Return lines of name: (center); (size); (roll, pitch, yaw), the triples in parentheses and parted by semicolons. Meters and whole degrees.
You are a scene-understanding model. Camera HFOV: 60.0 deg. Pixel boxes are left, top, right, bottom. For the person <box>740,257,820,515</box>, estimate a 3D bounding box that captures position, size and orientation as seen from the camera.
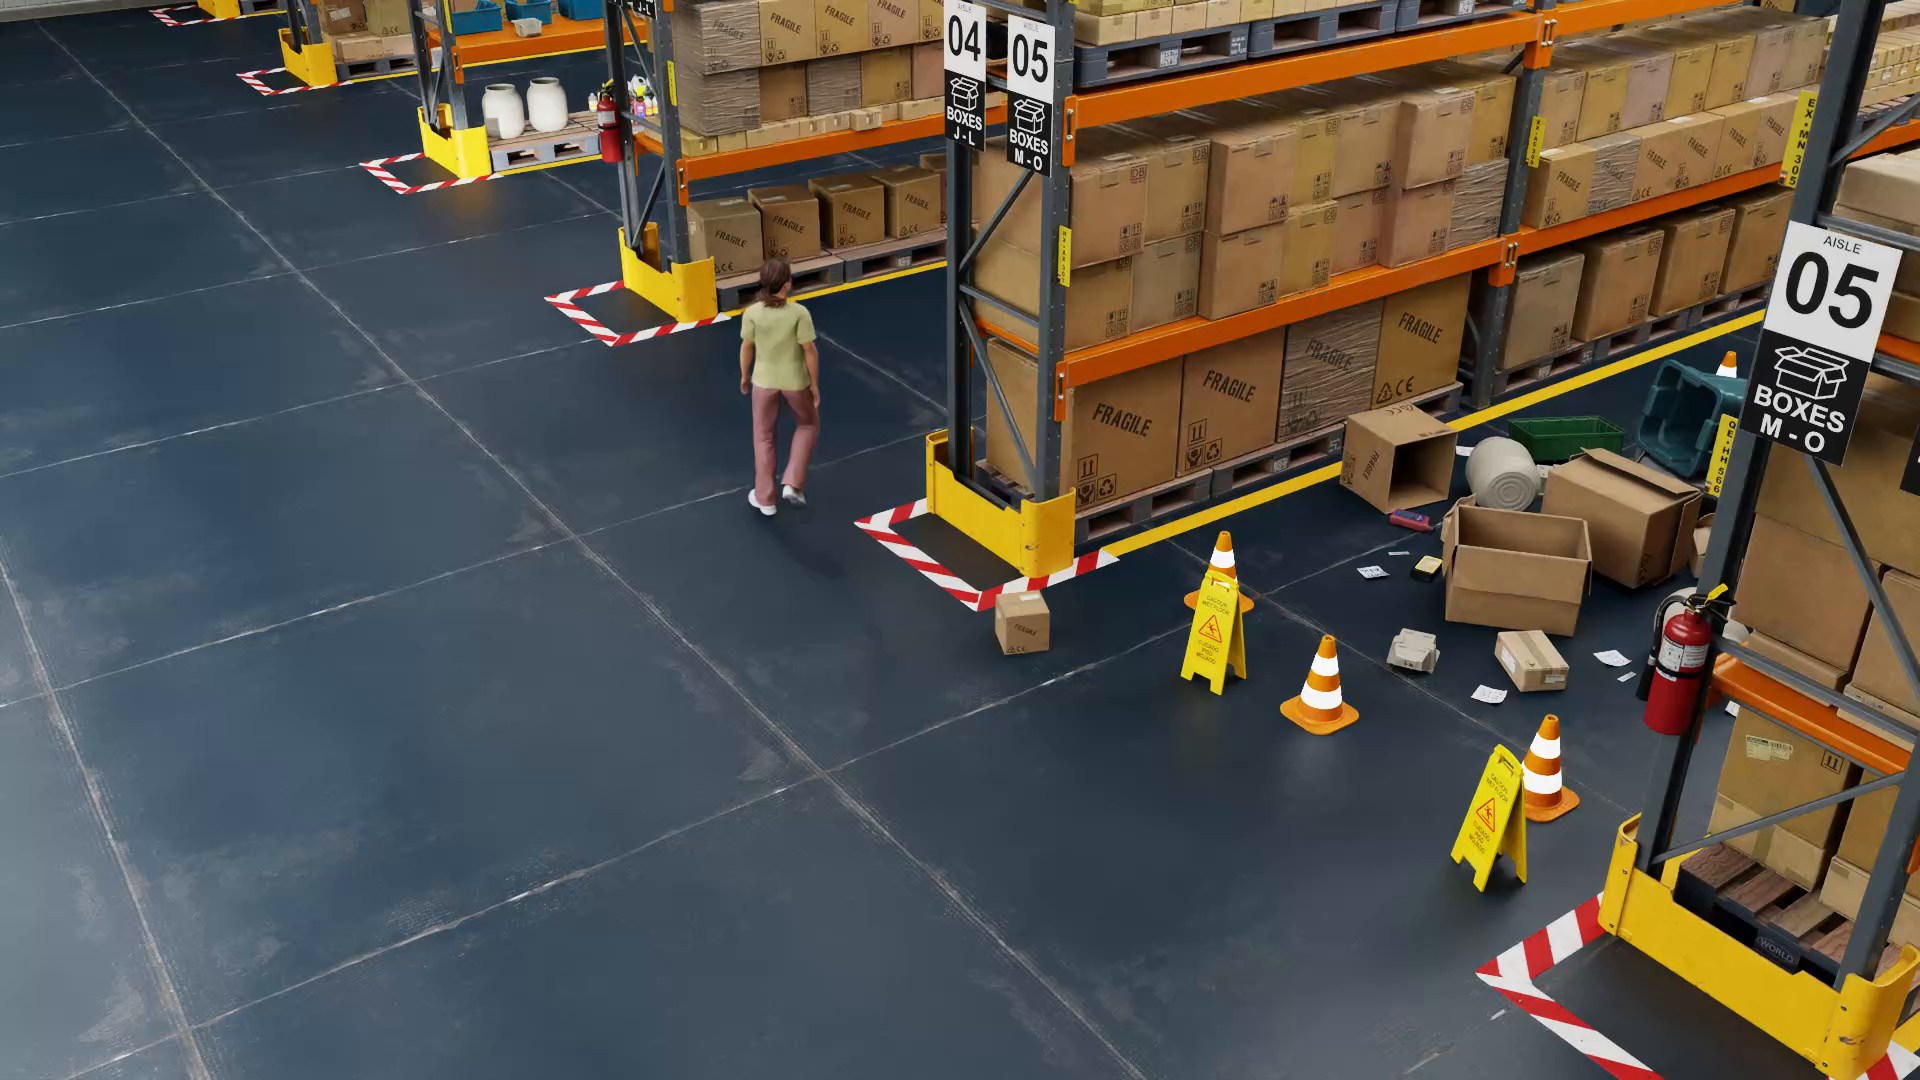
person: (-1.118, -0.952, 10.327); (0.500, 1.679, 0.390); (-2, 29, -4)
